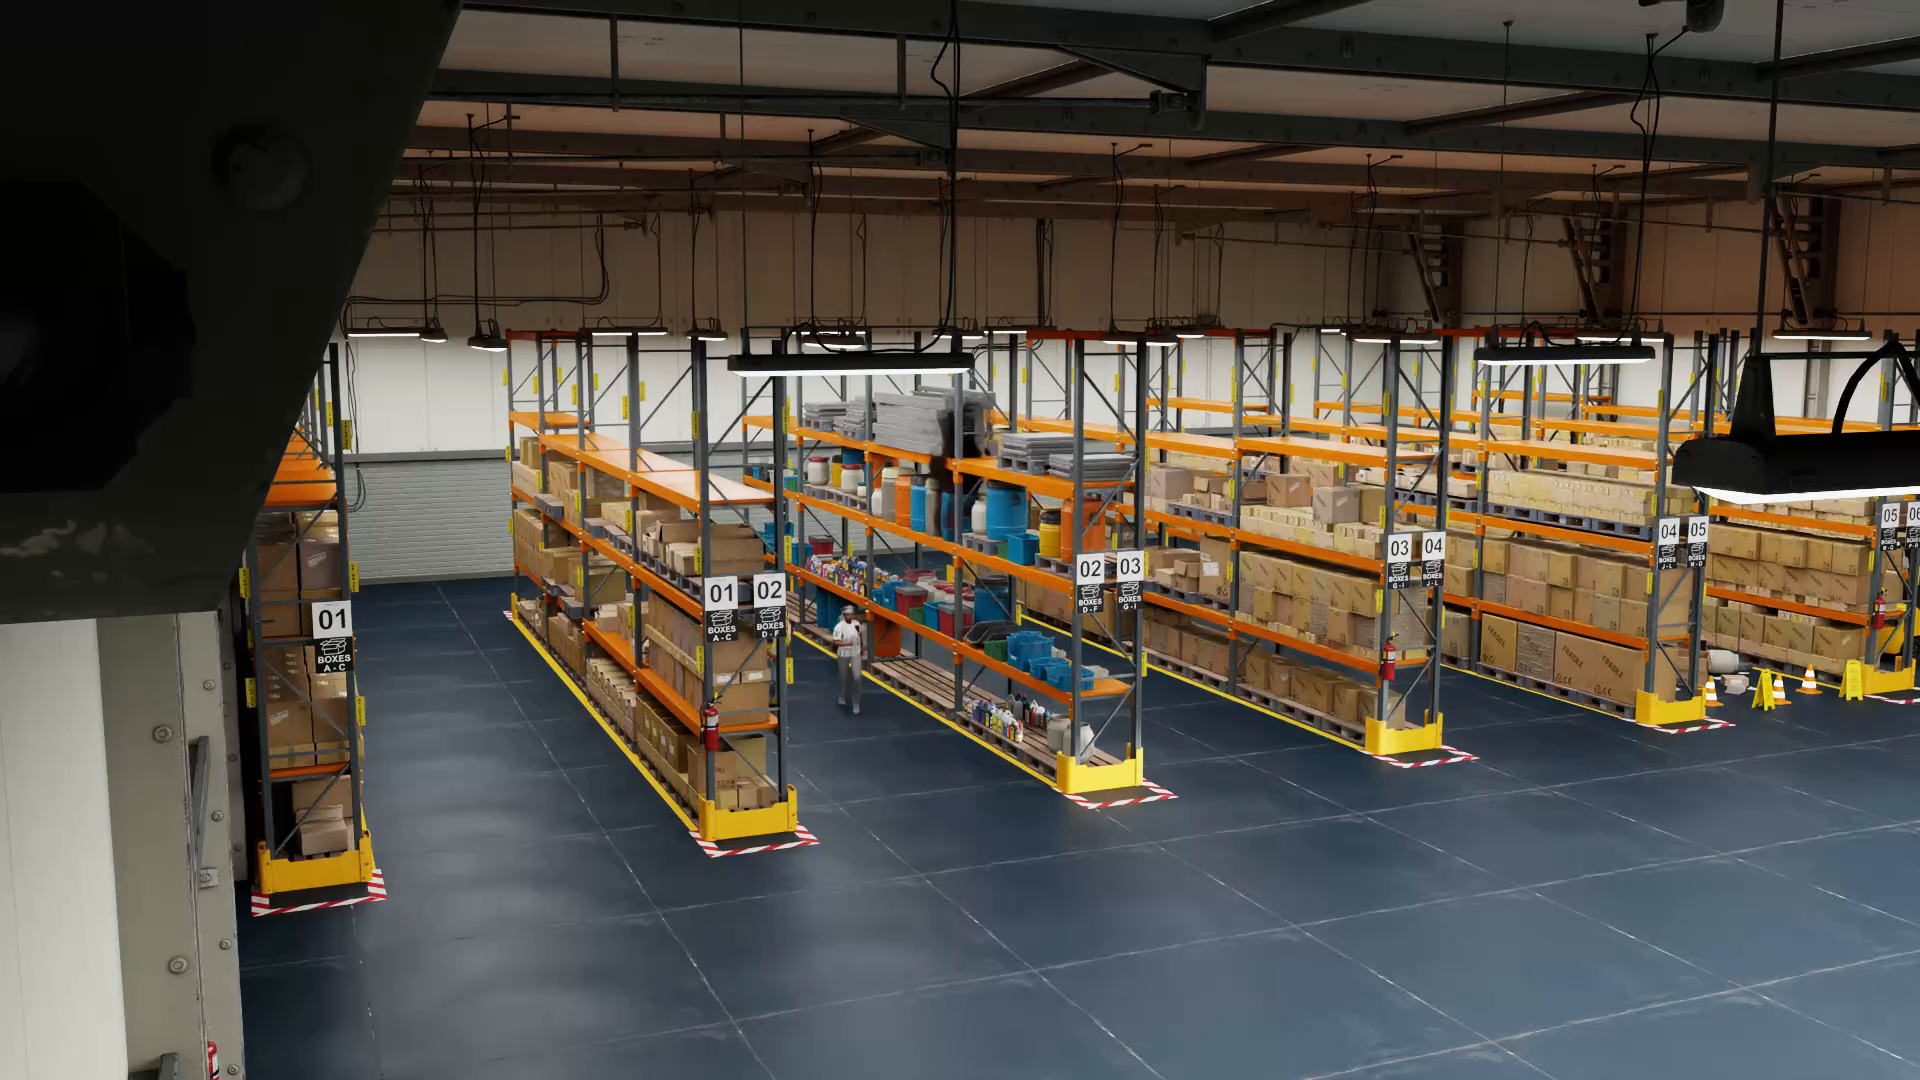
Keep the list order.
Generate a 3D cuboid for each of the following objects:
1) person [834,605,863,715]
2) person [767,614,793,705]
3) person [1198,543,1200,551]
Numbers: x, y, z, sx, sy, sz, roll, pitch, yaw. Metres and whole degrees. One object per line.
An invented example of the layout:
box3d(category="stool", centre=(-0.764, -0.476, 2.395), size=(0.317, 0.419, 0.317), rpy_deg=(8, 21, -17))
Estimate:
box3d(category="person", centre=(-1.780, 1.886, 26.590), size=(0.531, 1.751, 0.847), rpy_deg=(-2, 8, -16))
box3d(category="person", centre=(-2.993, 1.891, 26.858), size=(0.931, 1.592, 0.671), rpy_deg=(8, 11, 44))
box3d(category="person", centre=(6.236, -0.117, 41.300), size=(0.866, 1.749, 0.672), rpy_deg=(5, 9, 32))
